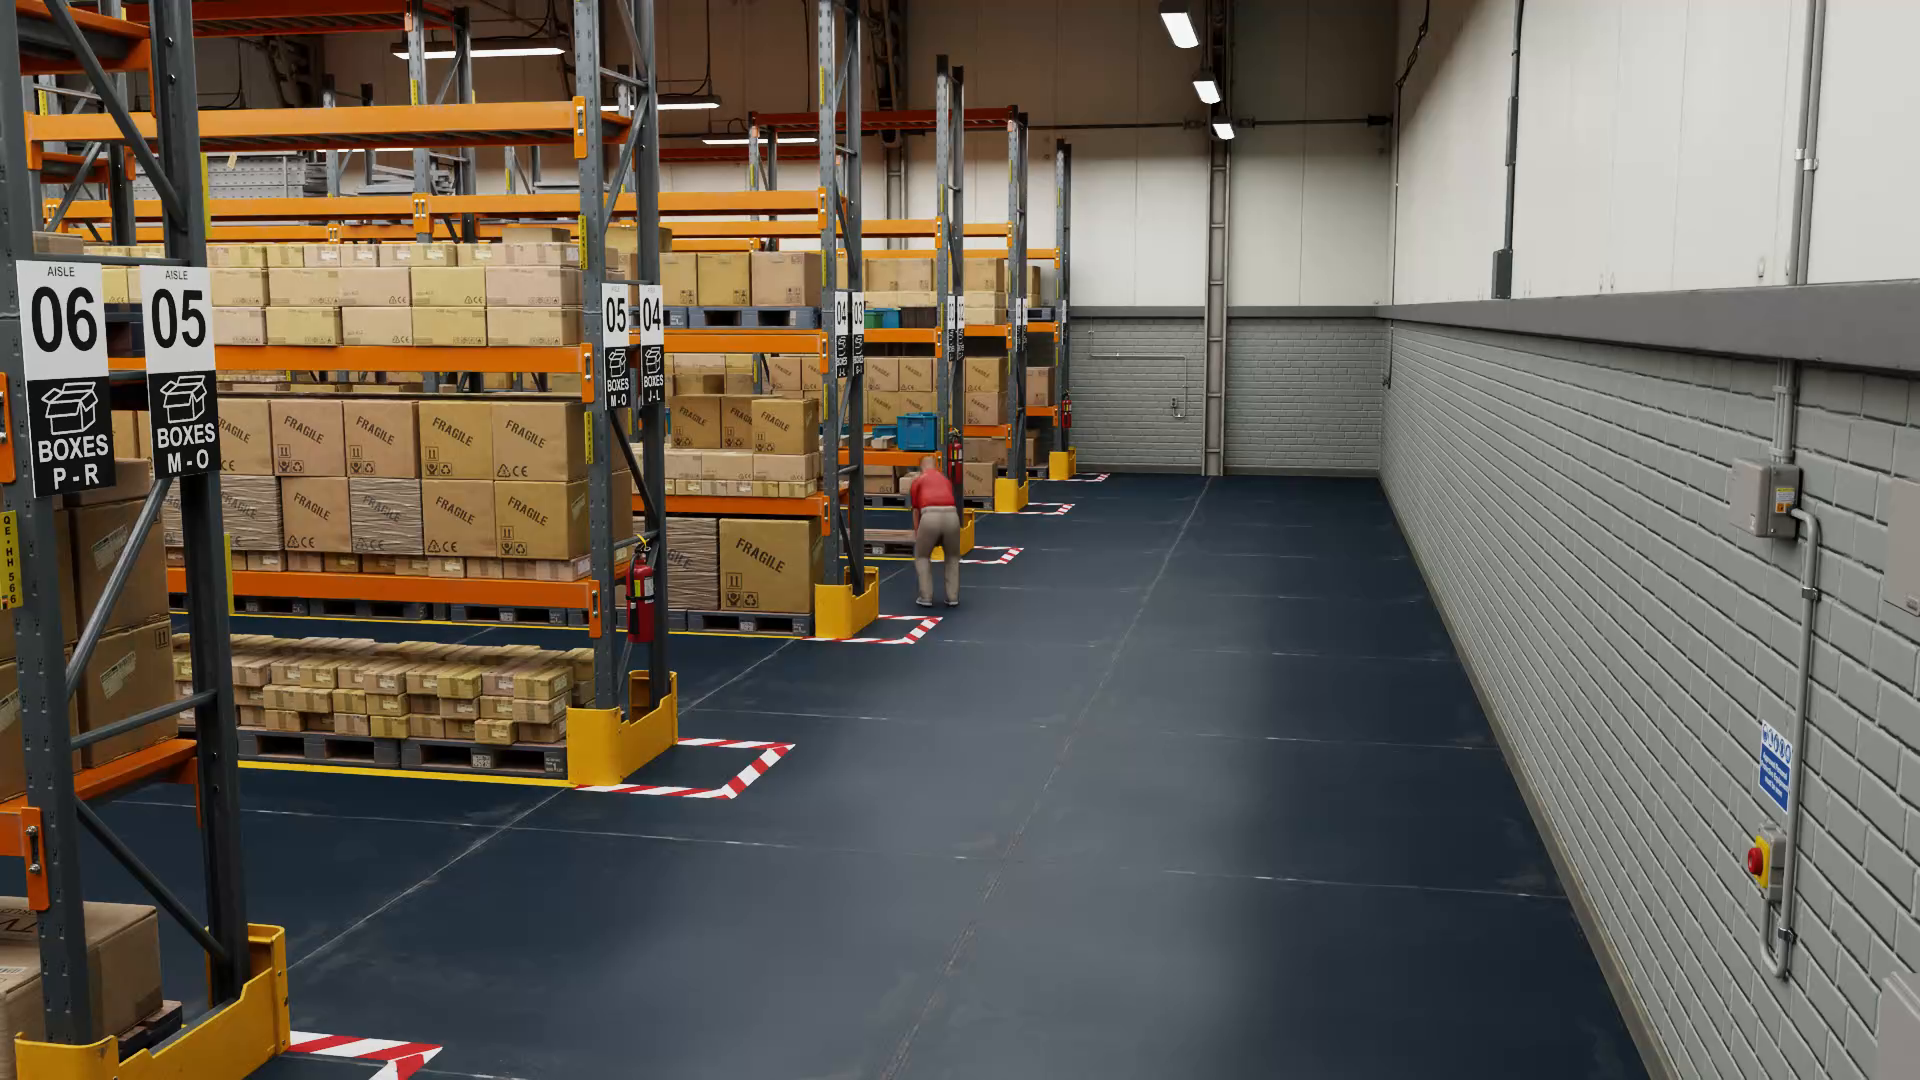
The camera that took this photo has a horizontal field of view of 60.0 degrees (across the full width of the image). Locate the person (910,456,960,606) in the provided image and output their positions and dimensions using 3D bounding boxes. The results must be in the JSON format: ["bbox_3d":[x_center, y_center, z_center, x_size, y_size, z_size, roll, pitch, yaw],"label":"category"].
[{"bbox_3d":[-0.261,-0.095,17.300,0.484,1.513,0.767,-2,8,-13],"label":"person"}]
